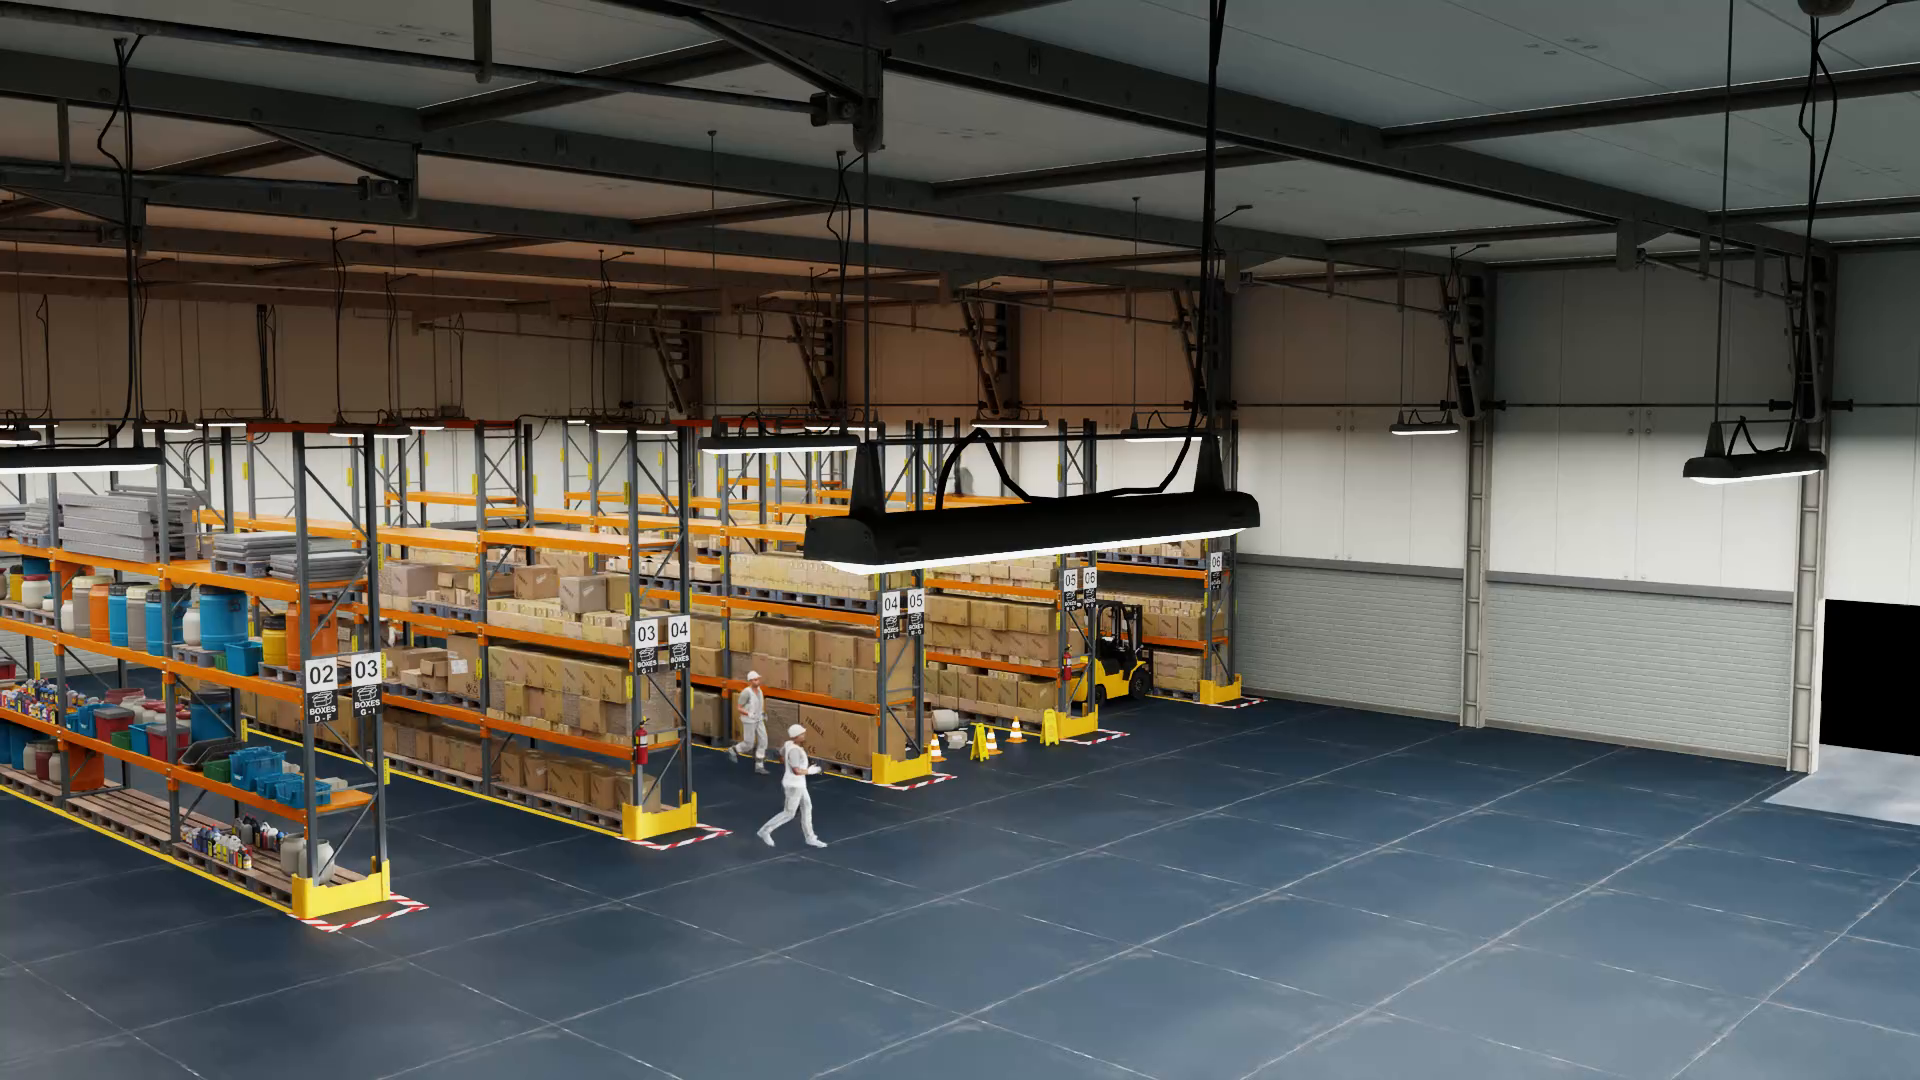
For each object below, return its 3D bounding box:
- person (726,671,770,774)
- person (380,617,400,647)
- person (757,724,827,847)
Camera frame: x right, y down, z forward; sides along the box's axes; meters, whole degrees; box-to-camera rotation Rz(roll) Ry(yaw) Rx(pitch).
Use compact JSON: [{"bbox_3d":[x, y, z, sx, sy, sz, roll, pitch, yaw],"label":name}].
[{"bbox_3d":[-3.619,3.118,28.577,0.873,1.758,0.643,3,6,34],"label":"person"},{"bbox_3d":[-12.424,2.520,35.963,0.711,1.813,0.893,-4,6,-38],"label":"person"},{"bbox_3d":[-2.394,3.506,23.626,0.995,1.792,0.693,-1,5,-8],"label":"person"}]
